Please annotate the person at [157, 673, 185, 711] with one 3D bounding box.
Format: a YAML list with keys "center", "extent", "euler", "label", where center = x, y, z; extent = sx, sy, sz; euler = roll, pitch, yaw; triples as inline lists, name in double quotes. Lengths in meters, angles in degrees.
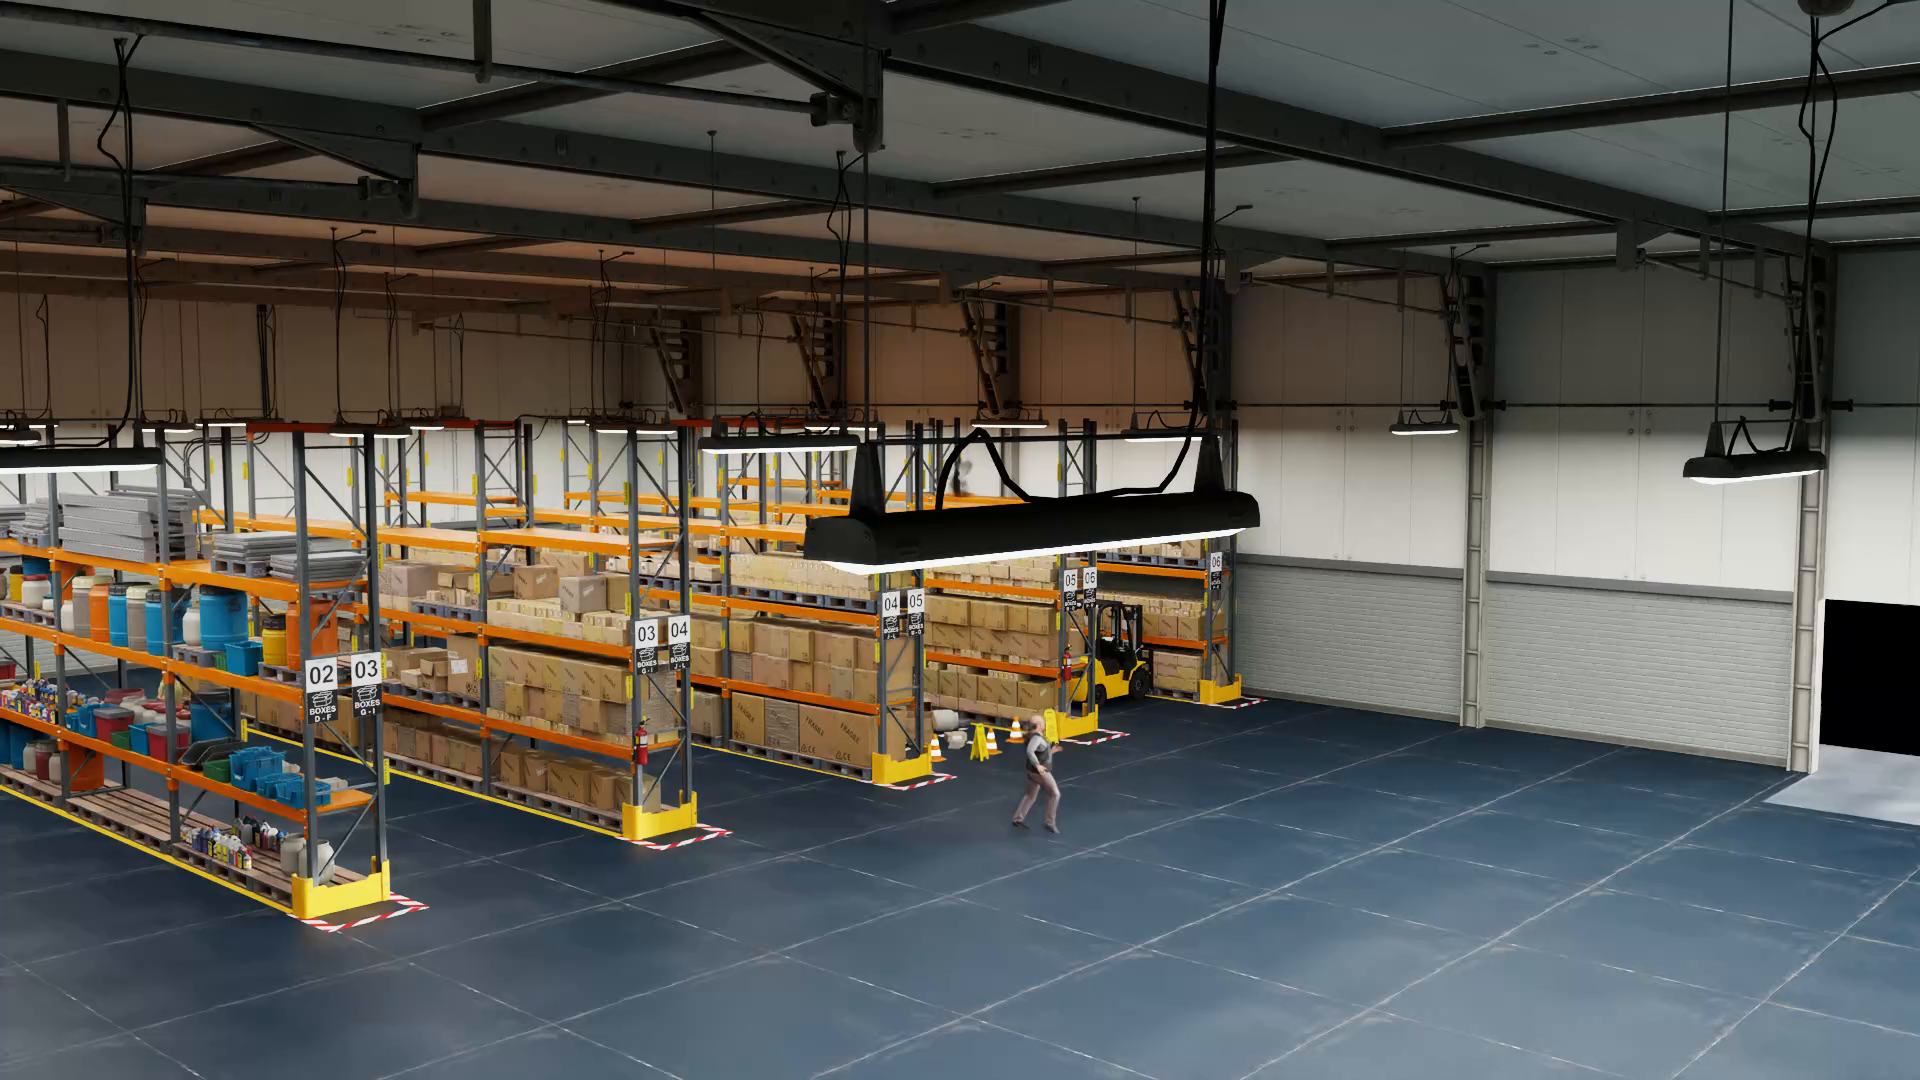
- center: [-14.178, 3.061, 29.859]
  extent: [0.926, 1.656, 0.562]
  euler: [3, 5, 28]
  label: "person"

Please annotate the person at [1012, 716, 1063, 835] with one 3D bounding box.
- center: [1.154, 3.473, 24.503]
  extent: [0.770, 1.786, 0.630]
  euler: [-1, 5, -18]
  label: "person"
